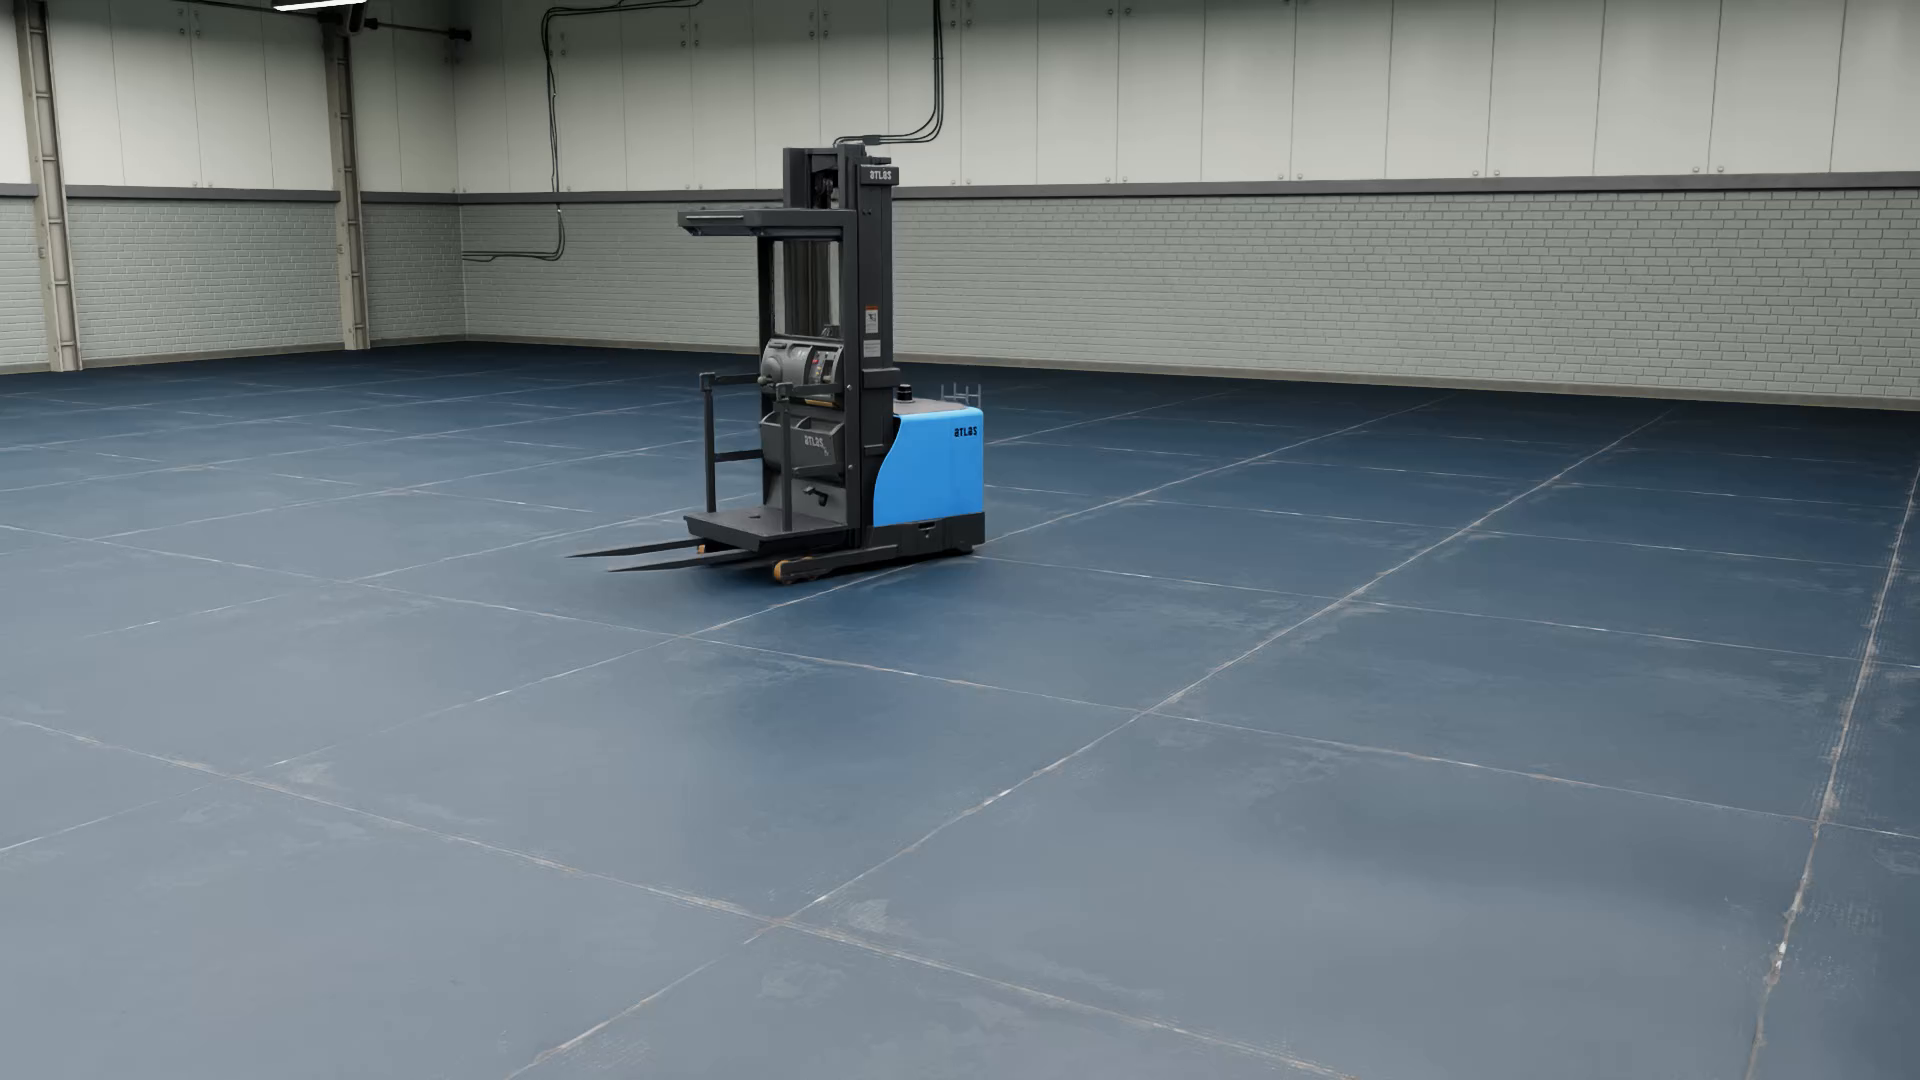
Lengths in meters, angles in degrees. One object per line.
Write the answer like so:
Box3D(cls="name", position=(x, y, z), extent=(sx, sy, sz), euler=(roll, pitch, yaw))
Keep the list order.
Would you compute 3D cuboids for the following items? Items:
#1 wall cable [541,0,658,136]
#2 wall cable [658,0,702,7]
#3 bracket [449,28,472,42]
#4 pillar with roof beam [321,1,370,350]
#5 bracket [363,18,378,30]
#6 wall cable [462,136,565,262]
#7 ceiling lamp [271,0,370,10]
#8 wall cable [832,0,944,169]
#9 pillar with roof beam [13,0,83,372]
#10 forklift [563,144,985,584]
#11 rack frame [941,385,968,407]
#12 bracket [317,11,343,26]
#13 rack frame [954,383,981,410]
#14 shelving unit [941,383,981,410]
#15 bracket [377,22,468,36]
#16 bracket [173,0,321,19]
Box3D(cls="wall cable", position=(-7.095, -9.282, 32.708), extent=(3.097, 2.526, 0.112), euler=(6, 12, 31))
Box3D(cls="wall cable", position=(-4.450, -11.222, 30.710), extent=(3.097, 2.526, 0.112), euler=(6, 12, 31))
Box3D(cls="bracket", position=(-10.318, -10.421, 34.295), extent=(0.235, 0.232, 0.430), euler=(6, 12, 31))
Box3D(cls="pillar with roof beam", position=(-8.388, -7.836, 30.271), extent=(9.100, 9.000, 0.548), euler=(6, 12, 31))
Box3D(cls="bracket", position=(-11.548, -10.048, 32.304), extent=(0.235, 0.232, 0.430), euler=(6, 12, 31))
Box3D(cls="wall cable", position=(-9.408, -7.058, 34.553), extent=(3.097, 2.526, 0.112), euler=(6, 12, 31))
Box3D(cls="ceiling lamp", position=(-10.014, -10.055, 26.261), extent=(2.000, 3.185, 0.800), euler=(6, 12, 31))
Box3D(cls="wall cable", position=(-1.302, -9.346, 29.097), extent=(2.305, 6.003, 0.169), euler=(6, 12, 31))
Box3D(cls="pillar with roof beam", position=(-11.503, -6.892, 25.230), extent=(9.100, 9.000, 0.548), euler=(6, 12, 31))
Box3D(cls="forklift", position=(-1.275, -1.249, 11.574), extent=(3.031, 2.935, 1.130), euler=(-9, 14, -39))
Box3D(cls="rack frame", position=(-0.040, -0.578, 12.694), extent=(0.240, 1.200, 0.006), euler=(6, 12, 31))
Box3D(cls="bracket", position=(-11.979, -9.917, 31.607), extent=(0.235, 0.232, 0.430), euler=(6, 12, 31))
Box3D(cls="rack frame", position=(0.055, -0.606, 12.847), extent=(0.240, 1.200, 0.006), euler=(6, 12, 31))
Box3D(cls="shelving unit", position=(0.008, -0.592, 12.770), extent=(0.258, 1.200, 0.189), euler=(6, 12, 31))
Box3D(cls="bracket", position=(-10.625, -10.328, 33.799), extent=(0.076, 0.066, 3.189), euler=(6, 12, 31))
Box3D(cls="bracket", position=(-13.317, -9.512, 29.442), extent=(0.076, 0.066, 4.783), euler=(6, 12, 31))
